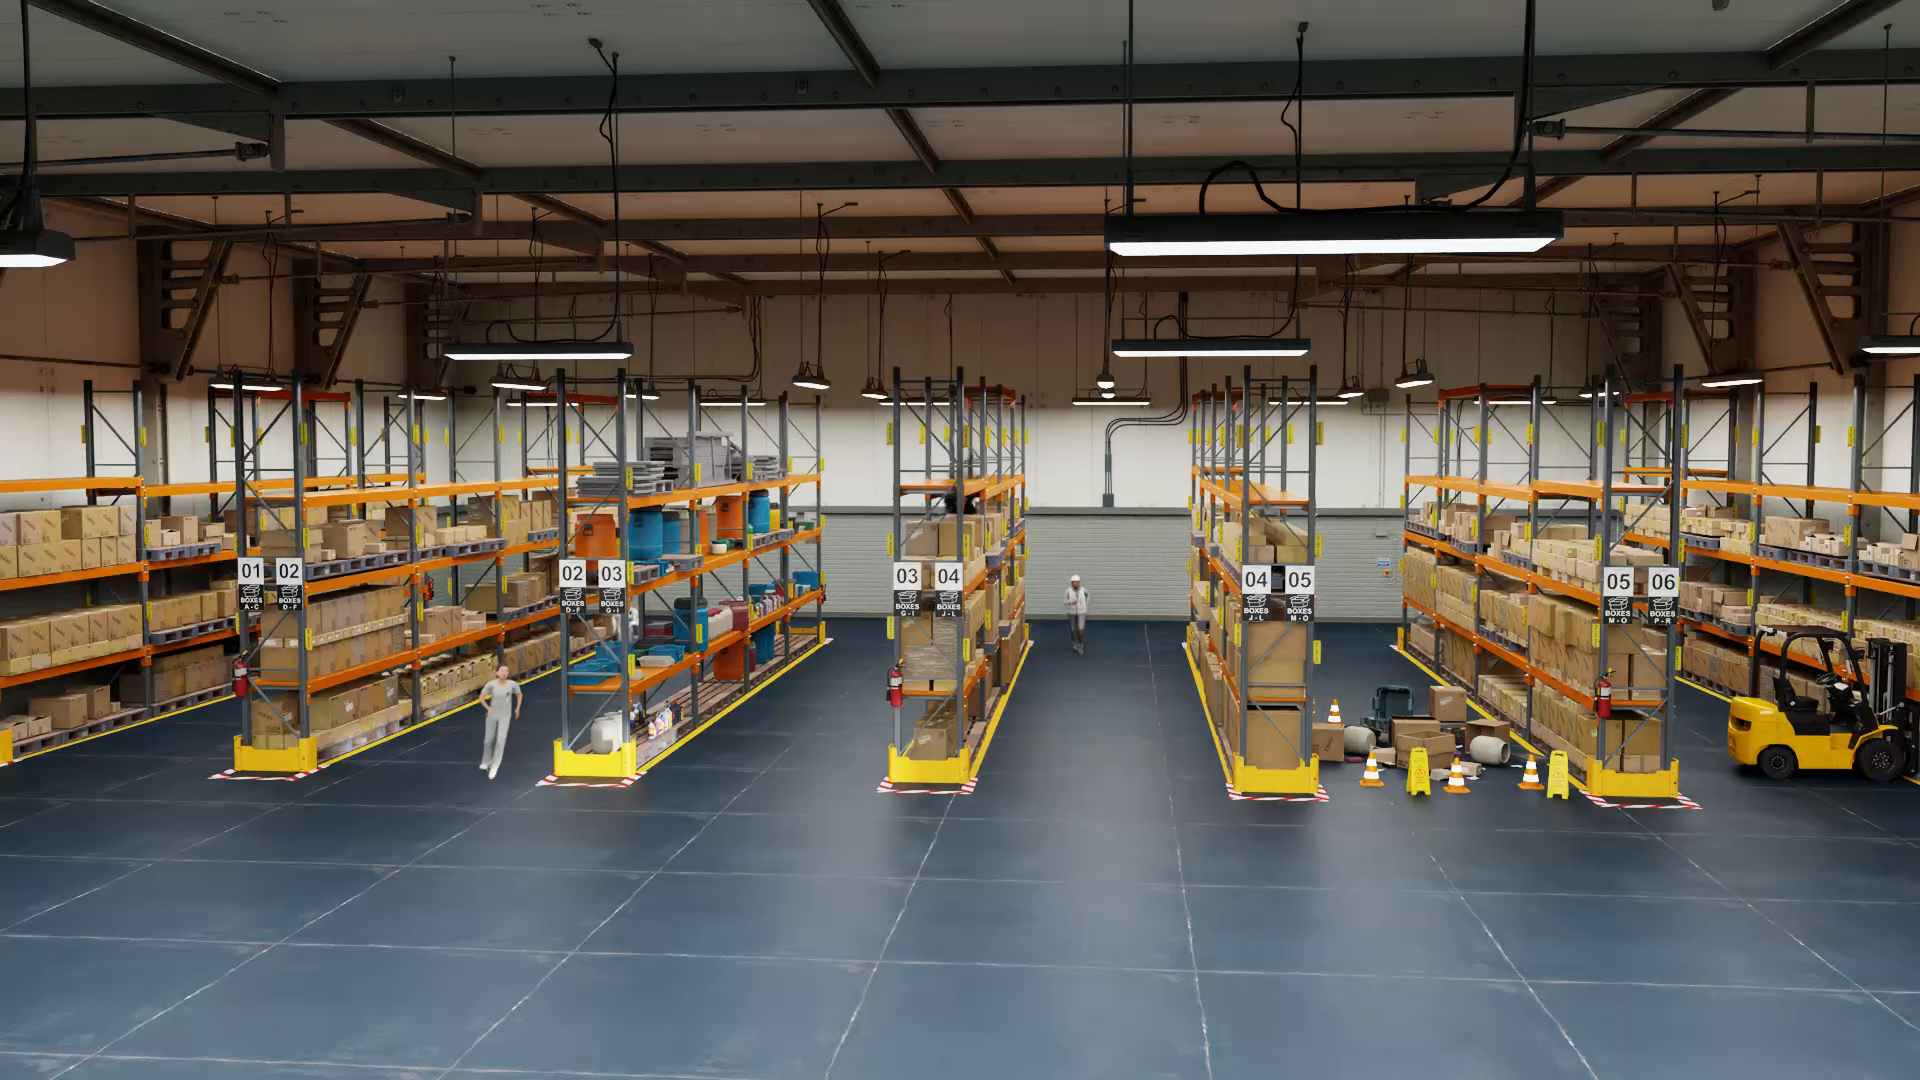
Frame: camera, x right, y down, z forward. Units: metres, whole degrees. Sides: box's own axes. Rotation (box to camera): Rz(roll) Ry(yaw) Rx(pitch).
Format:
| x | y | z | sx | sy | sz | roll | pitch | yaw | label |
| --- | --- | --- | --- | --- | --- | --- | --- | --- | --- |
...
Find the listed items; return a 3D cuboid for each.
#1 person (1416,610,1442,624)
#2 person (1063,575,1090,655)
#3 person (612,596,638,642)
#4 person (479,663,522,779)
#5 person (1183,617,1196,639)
| x | y | z | sx | sy | sz | roll | pitch | yaw | label |
| --- | --- | --- | --- | --- | --- | --- | --- | --- | --- |
| 11.416 | 1.637 | 40.332 | 0.739 | 1.799 | 0.770 | 3 | 5 | 44 | person |
| 2.690 | 1.721 | 38.491 | 0.628 | 1.829 | 0.819 | 0 | 4 | 5 | person |
| -7.079 | 1.973 | 35.156 | 0.586 | 1.660 | 0.641 | 0 | 4 | -6 | person |
| -6.821 | 2.652 | 24.658 | 0.640 | 1.681 | 0.695 | -1 | 4 | -13 | person |
| 5.872 | 1.642 | 40.766 | 0.876 | 1.681 | 0.679 | 1 | 4 | 16 | person |
